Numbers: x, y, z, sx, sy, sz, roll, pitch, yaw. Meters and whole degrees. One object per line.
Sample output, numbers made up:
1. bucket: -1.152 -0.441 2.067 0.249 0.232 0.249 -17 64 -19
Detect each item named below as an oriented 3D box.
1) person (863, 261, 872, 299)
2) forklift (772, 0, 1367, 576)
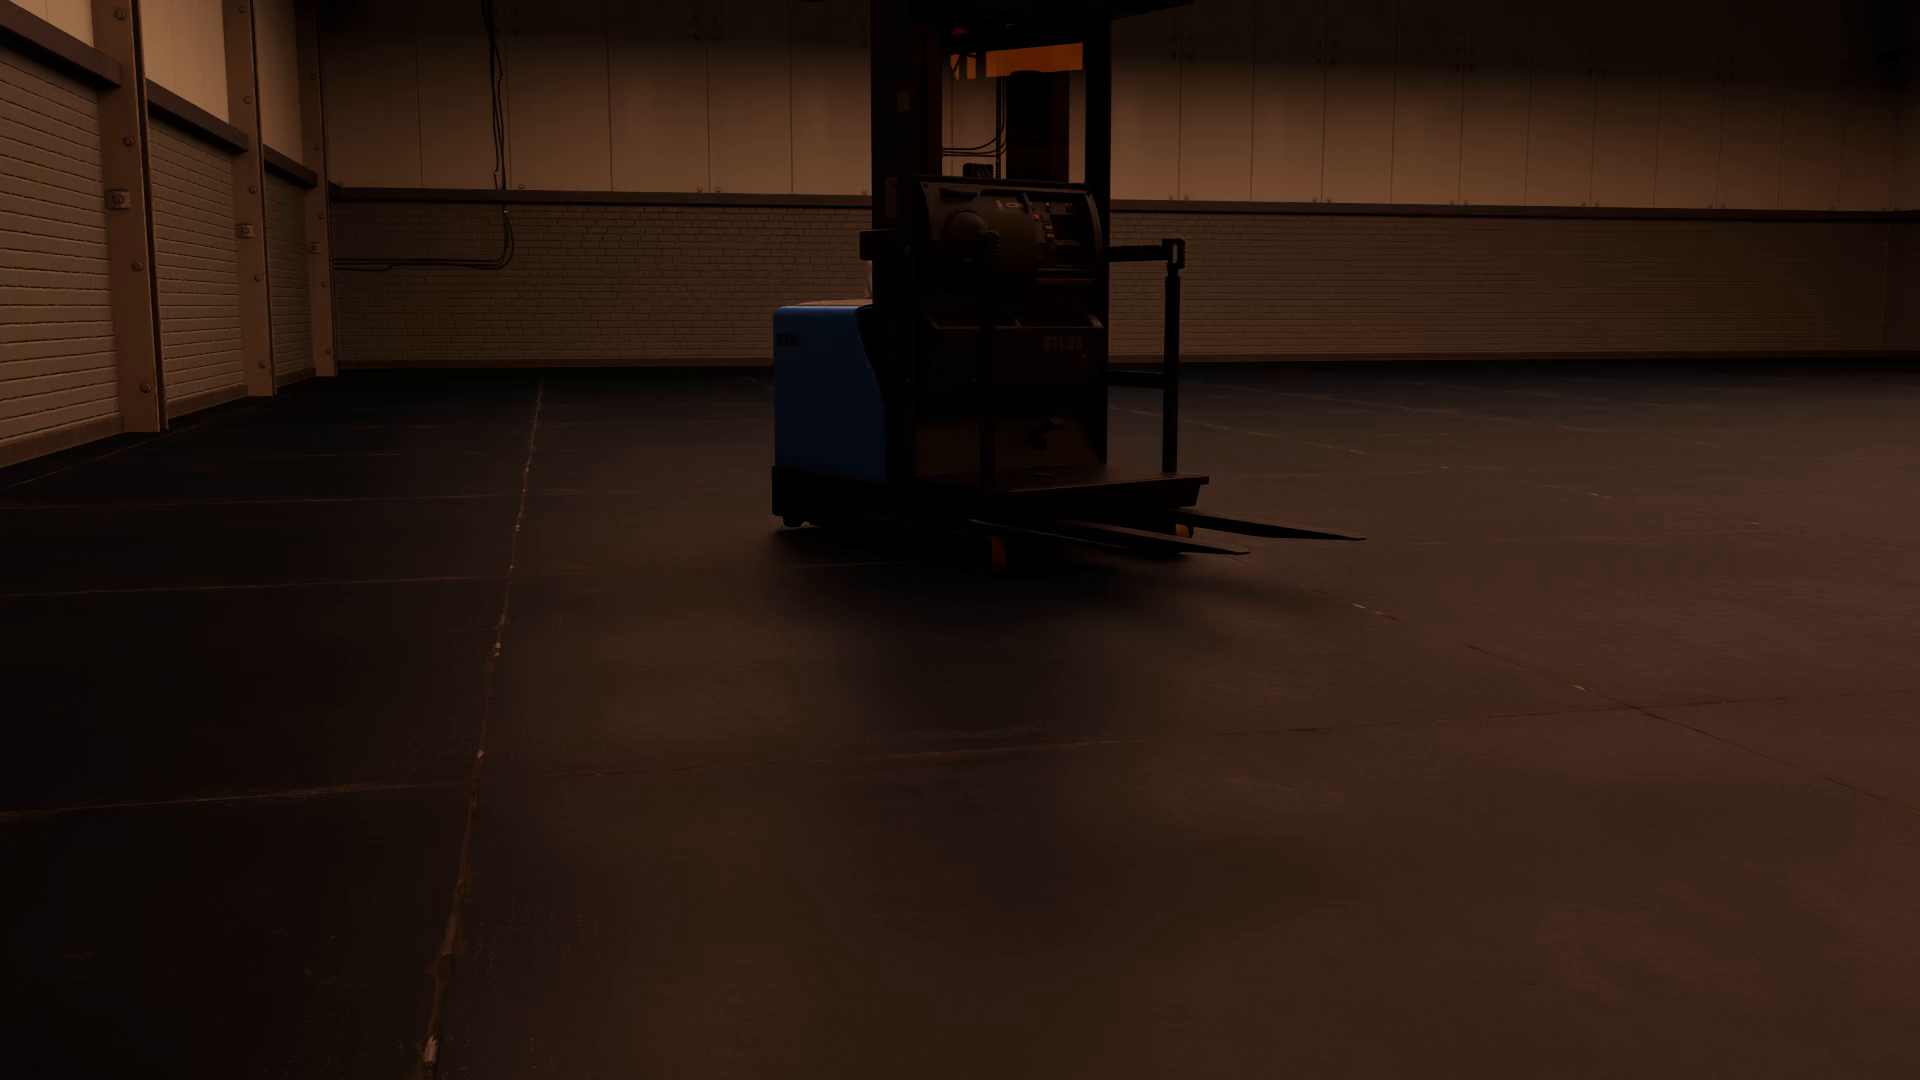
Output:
1. person: -0.419 -1.382 11.120 0.633 1.773 0.568 -4 9 -28
2. forklift: 0.355 -1.383 7.015 1.130 2.935 3.031 -6 10 -35
